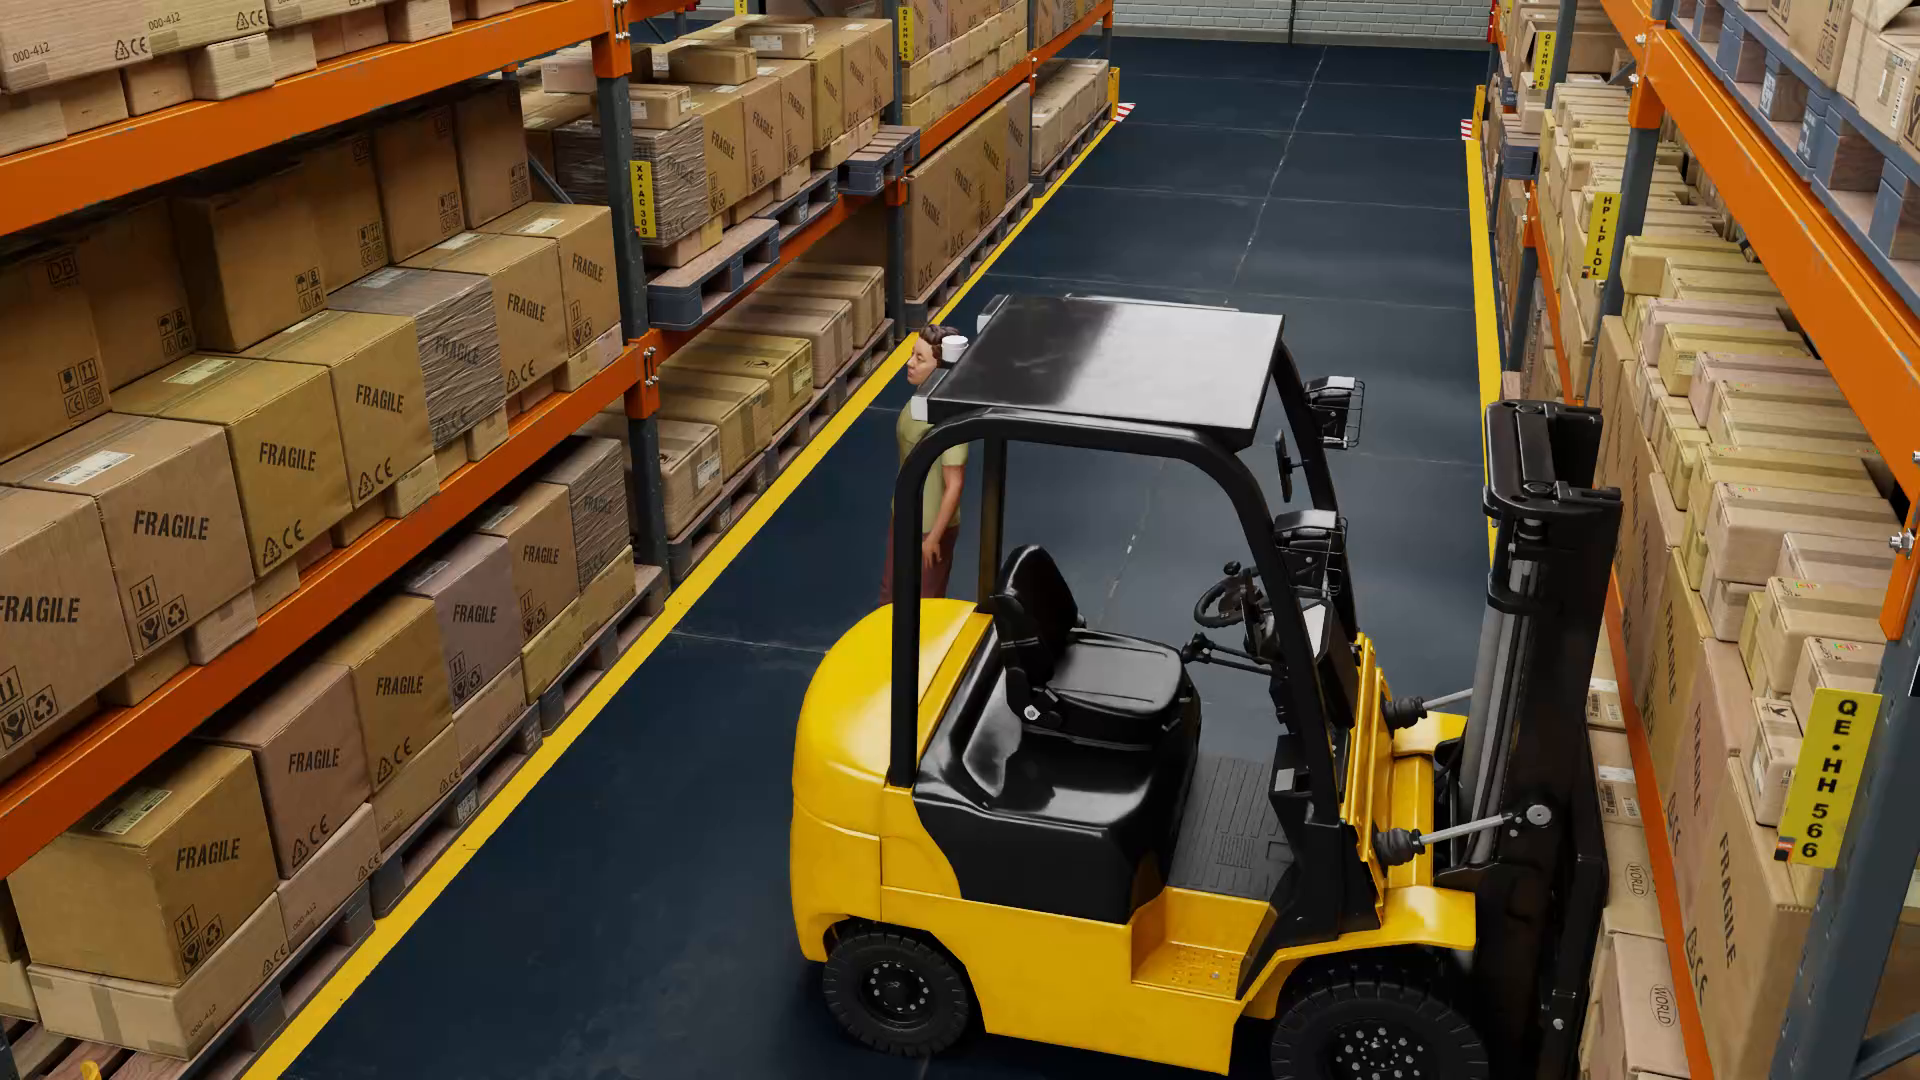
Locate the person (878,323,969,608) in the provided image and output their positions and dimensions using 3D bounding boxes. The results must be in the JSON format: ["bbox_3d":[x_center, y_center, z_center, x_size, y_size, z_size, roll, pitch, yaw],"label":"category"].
[{"bbox_3d":[-0.214,-0.074,6.745,0.549,1.677,0.554,-6,26,-13],"label":"person"}]
